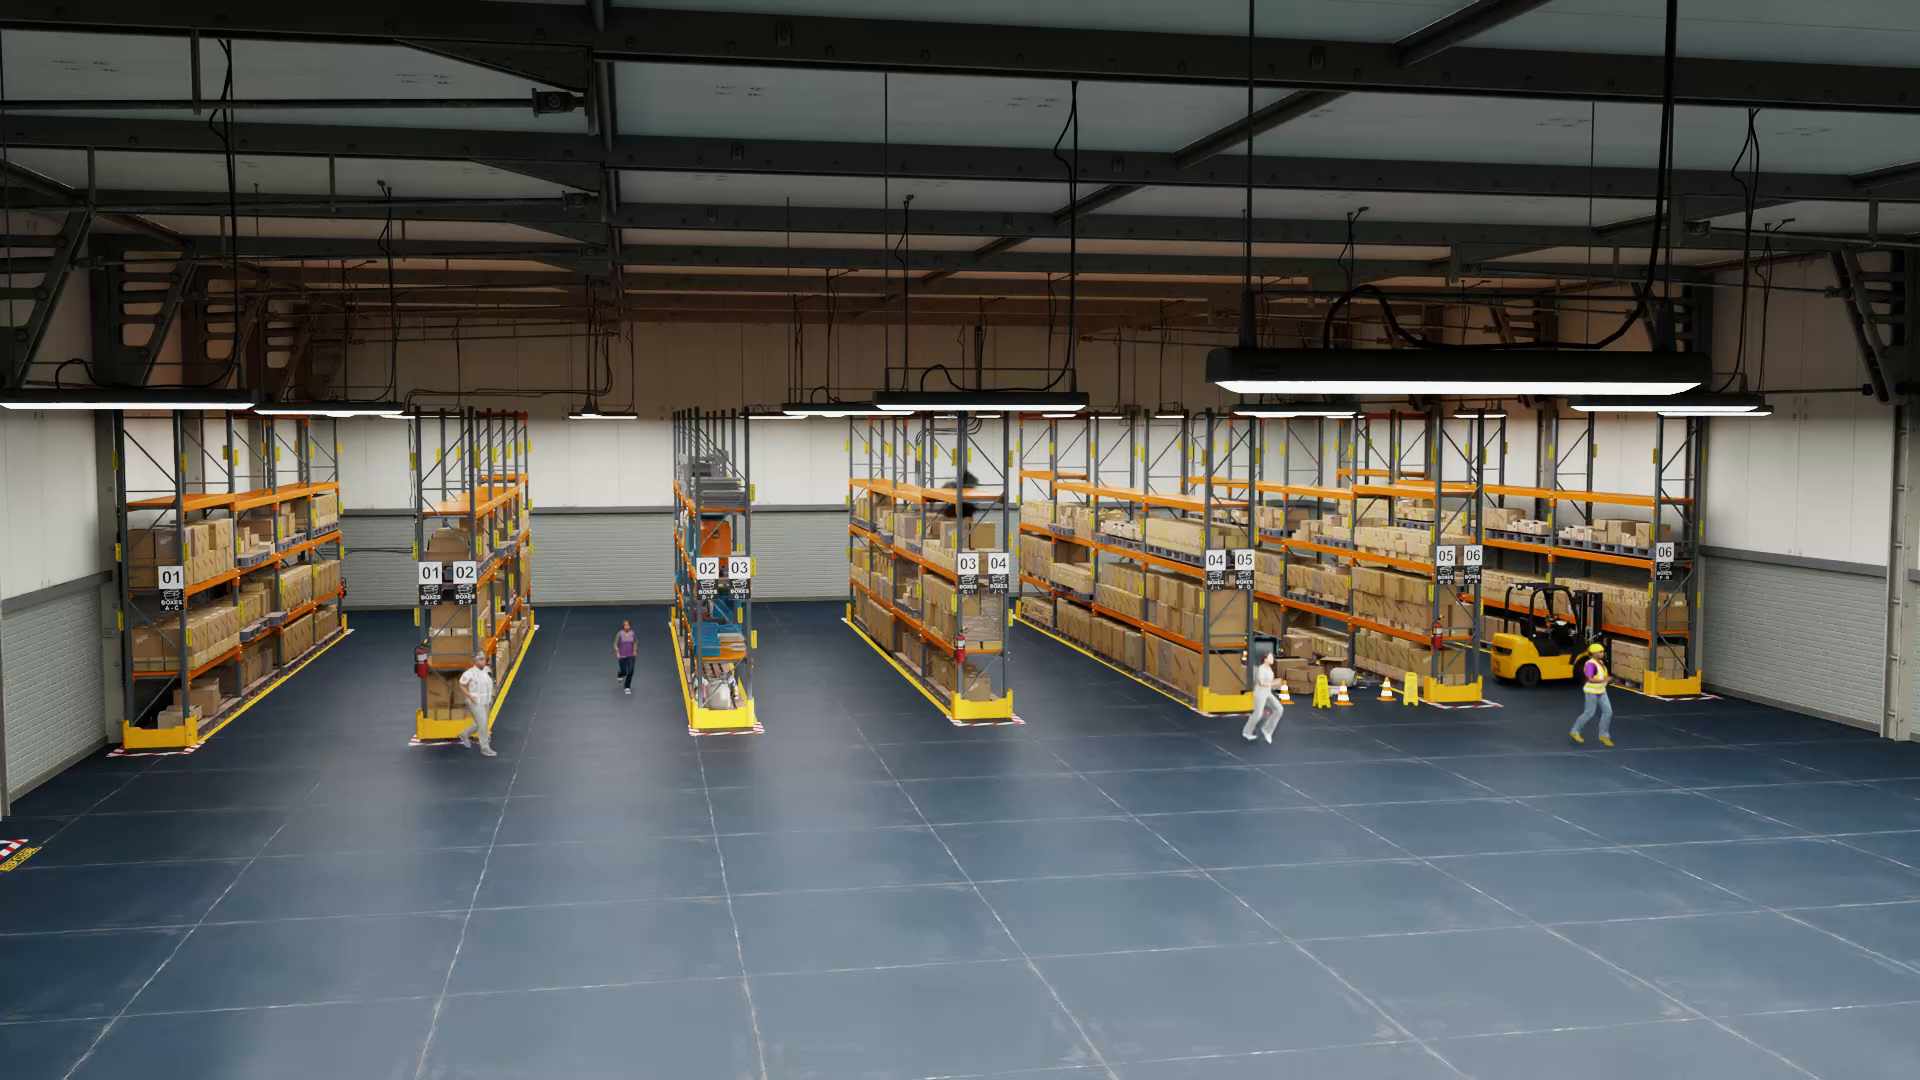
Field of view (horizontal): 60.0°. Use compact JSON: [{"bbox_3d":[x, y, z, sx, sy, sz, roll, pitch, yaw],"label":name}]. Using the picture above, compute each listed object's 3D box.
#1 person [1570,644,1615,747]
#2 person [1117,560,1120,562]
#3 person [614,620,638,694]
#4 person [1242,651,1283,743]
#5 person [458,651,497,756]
[{"bbox_3d":[11.216,2.744,29.423,0.713,1.834,0.787,-4,6,-44],"label":"person"},{"bbox_3d":[4.523,1.453,47.734,0.699,1.742,0.596,-1,4,-19],"label":"person"},{"bbox_3d":[-7.074,2.454,35.203,0.522,1.554,0.598,-2,4,-23],"label":"person"},{"bbox_3d":[5.388,2.782,29.597,0.798,1.655,0.590,3,5,36],"label":"person"},{"bbox_3d":[-8.307,2.786,28.632,0.894,1.787,0.656,2,5,26],"label":"person"}]
